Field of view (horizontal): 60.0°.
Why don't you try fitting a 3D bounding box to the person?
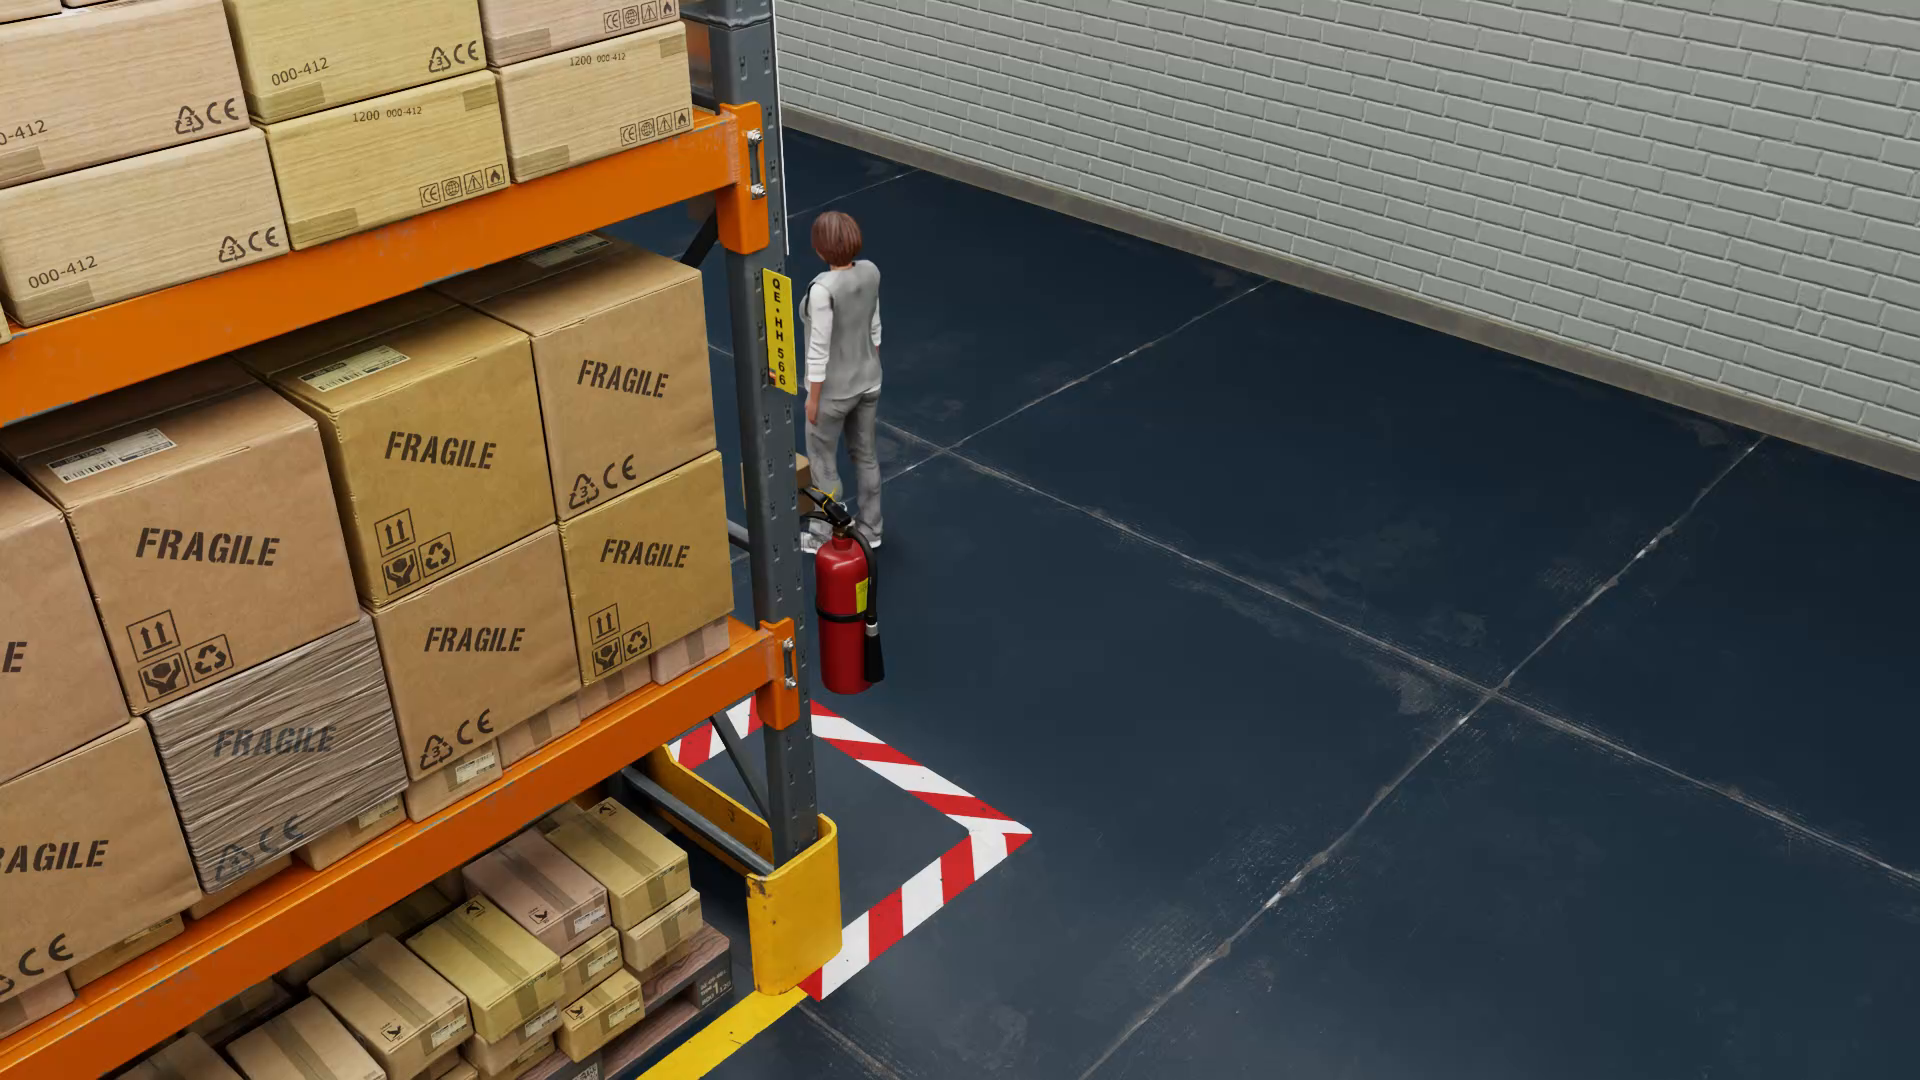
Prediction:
[{"bbox_3d":[-0.529,-0.660,7.232,0.385,1.601,0.424,26,40,35],"label":"person"}]
